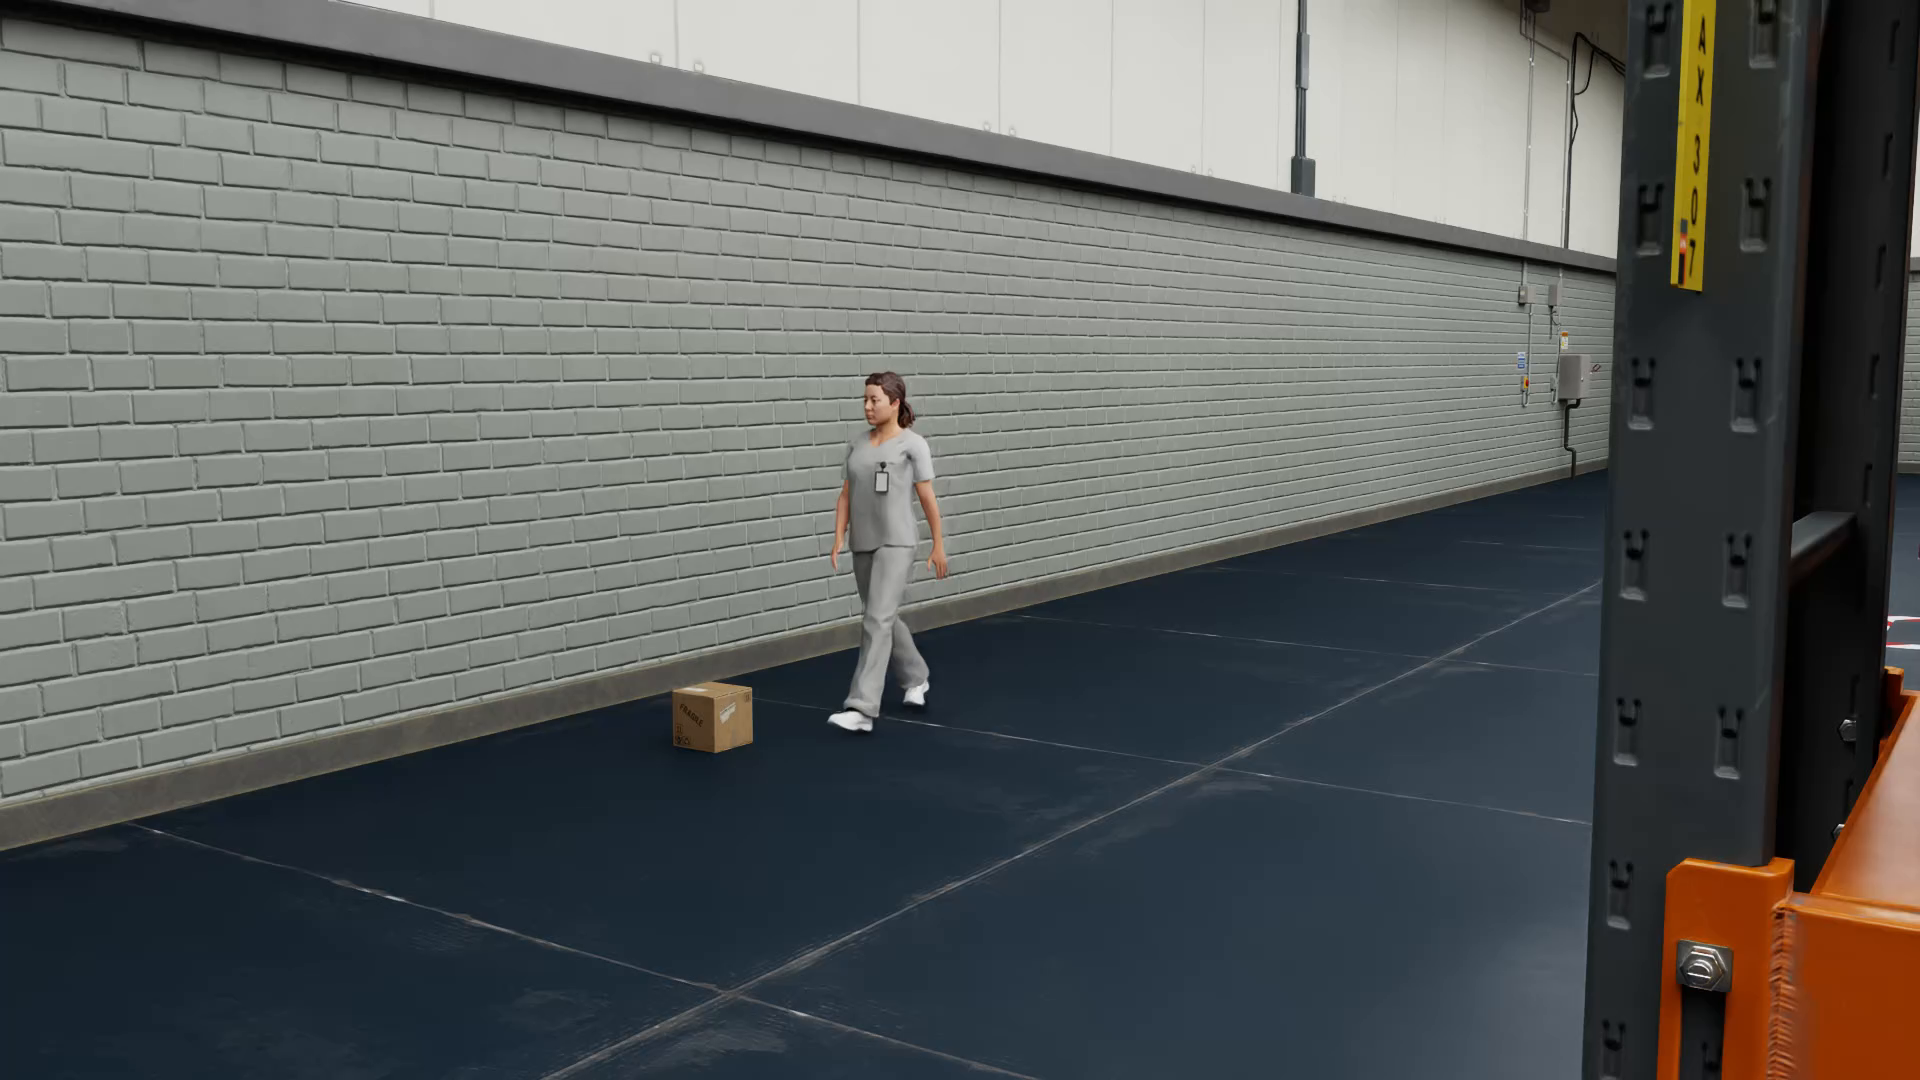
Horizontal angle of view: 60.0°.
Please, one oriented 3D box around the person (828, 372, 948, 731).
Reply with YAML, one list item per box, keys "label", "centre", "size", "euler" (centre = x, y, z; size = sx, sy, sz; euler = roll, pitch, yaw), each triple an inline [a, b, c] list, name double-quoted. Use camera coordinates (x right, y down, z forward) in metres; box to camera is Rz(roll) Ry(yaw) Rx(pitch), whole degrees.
- label: "person"
  centre: [-0.364, 0.038, 7.722]
  size: [0.502, 1.631, 0.933]
  euler: [4, 7, 31]
